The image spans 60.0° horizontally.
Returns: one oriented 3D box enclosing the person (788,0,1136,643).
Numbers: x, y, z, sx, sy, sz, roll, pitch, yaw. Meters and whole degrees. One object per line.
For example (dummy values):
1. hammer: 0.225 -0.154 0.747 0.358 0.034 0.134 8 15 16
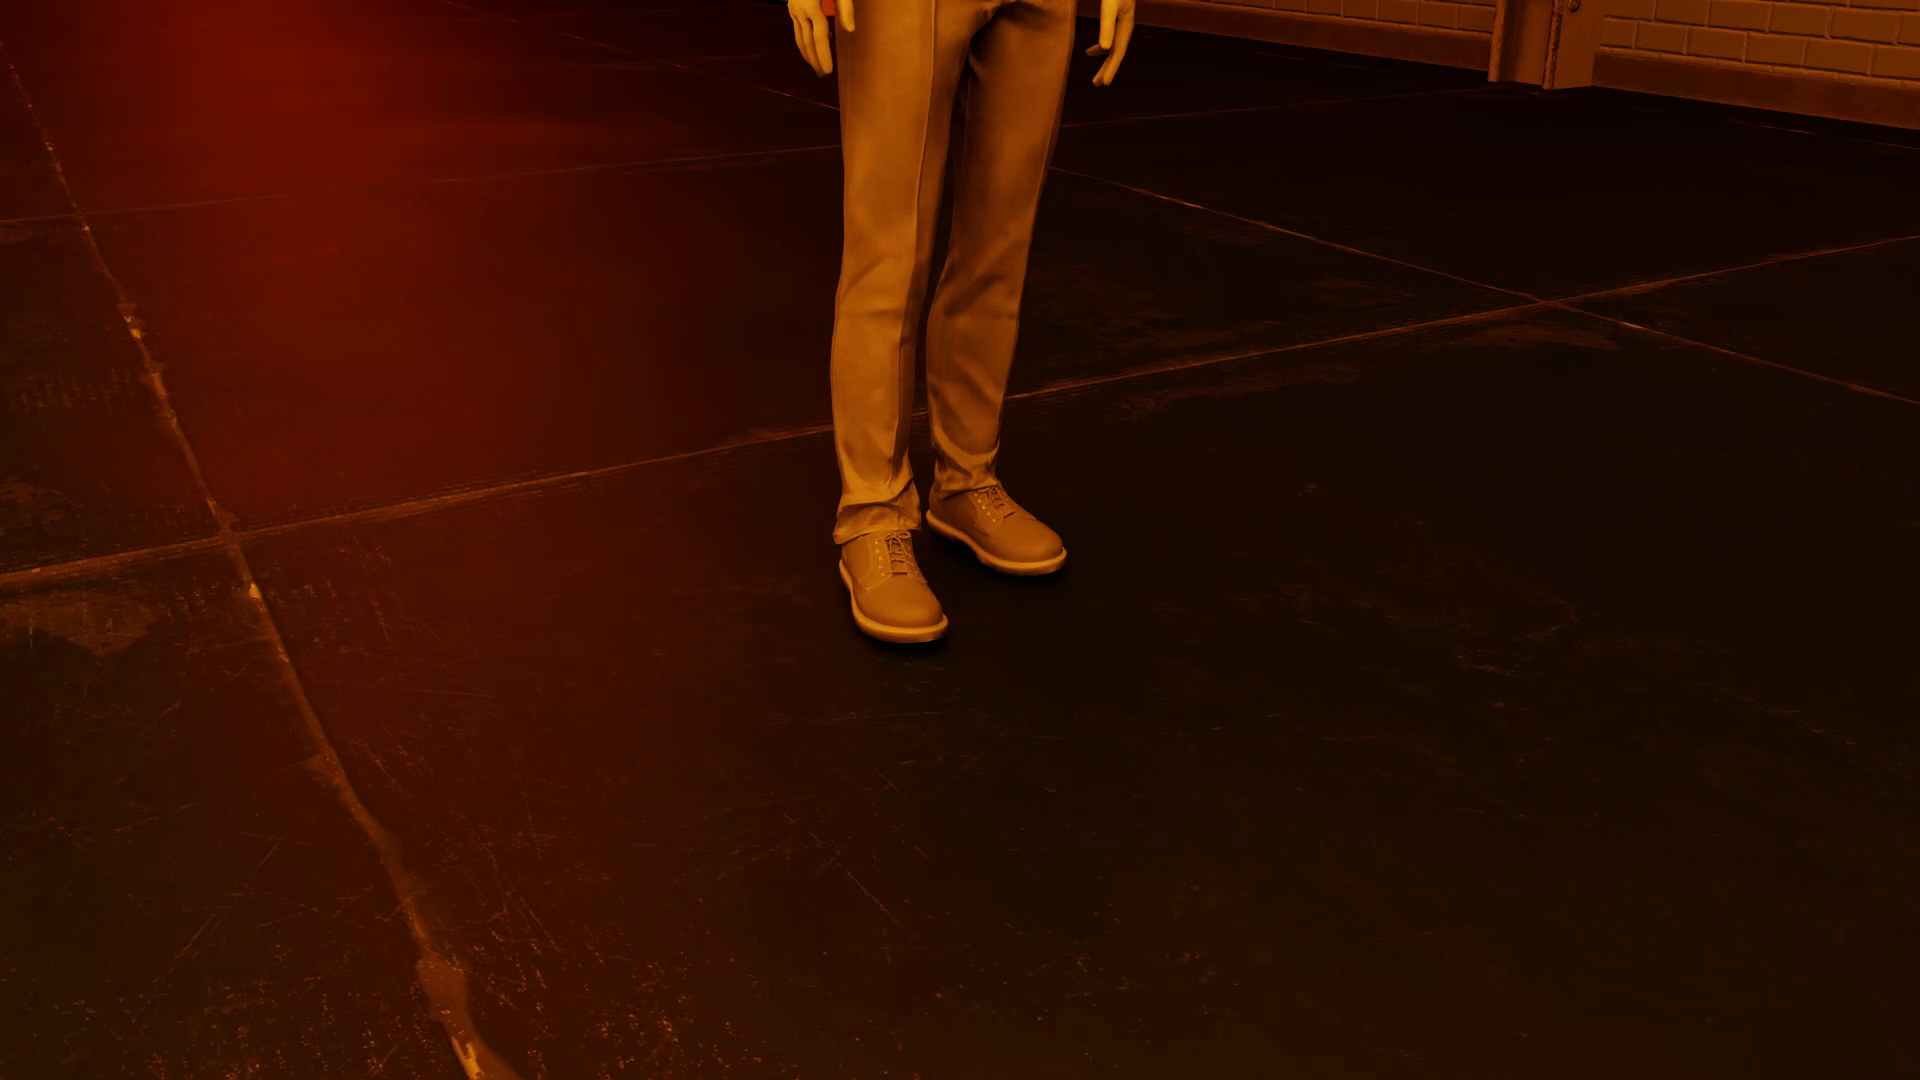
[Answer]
1. person: 0.028 -0.767 2.252 0.586 1.694 0.531 -12 25 -28
